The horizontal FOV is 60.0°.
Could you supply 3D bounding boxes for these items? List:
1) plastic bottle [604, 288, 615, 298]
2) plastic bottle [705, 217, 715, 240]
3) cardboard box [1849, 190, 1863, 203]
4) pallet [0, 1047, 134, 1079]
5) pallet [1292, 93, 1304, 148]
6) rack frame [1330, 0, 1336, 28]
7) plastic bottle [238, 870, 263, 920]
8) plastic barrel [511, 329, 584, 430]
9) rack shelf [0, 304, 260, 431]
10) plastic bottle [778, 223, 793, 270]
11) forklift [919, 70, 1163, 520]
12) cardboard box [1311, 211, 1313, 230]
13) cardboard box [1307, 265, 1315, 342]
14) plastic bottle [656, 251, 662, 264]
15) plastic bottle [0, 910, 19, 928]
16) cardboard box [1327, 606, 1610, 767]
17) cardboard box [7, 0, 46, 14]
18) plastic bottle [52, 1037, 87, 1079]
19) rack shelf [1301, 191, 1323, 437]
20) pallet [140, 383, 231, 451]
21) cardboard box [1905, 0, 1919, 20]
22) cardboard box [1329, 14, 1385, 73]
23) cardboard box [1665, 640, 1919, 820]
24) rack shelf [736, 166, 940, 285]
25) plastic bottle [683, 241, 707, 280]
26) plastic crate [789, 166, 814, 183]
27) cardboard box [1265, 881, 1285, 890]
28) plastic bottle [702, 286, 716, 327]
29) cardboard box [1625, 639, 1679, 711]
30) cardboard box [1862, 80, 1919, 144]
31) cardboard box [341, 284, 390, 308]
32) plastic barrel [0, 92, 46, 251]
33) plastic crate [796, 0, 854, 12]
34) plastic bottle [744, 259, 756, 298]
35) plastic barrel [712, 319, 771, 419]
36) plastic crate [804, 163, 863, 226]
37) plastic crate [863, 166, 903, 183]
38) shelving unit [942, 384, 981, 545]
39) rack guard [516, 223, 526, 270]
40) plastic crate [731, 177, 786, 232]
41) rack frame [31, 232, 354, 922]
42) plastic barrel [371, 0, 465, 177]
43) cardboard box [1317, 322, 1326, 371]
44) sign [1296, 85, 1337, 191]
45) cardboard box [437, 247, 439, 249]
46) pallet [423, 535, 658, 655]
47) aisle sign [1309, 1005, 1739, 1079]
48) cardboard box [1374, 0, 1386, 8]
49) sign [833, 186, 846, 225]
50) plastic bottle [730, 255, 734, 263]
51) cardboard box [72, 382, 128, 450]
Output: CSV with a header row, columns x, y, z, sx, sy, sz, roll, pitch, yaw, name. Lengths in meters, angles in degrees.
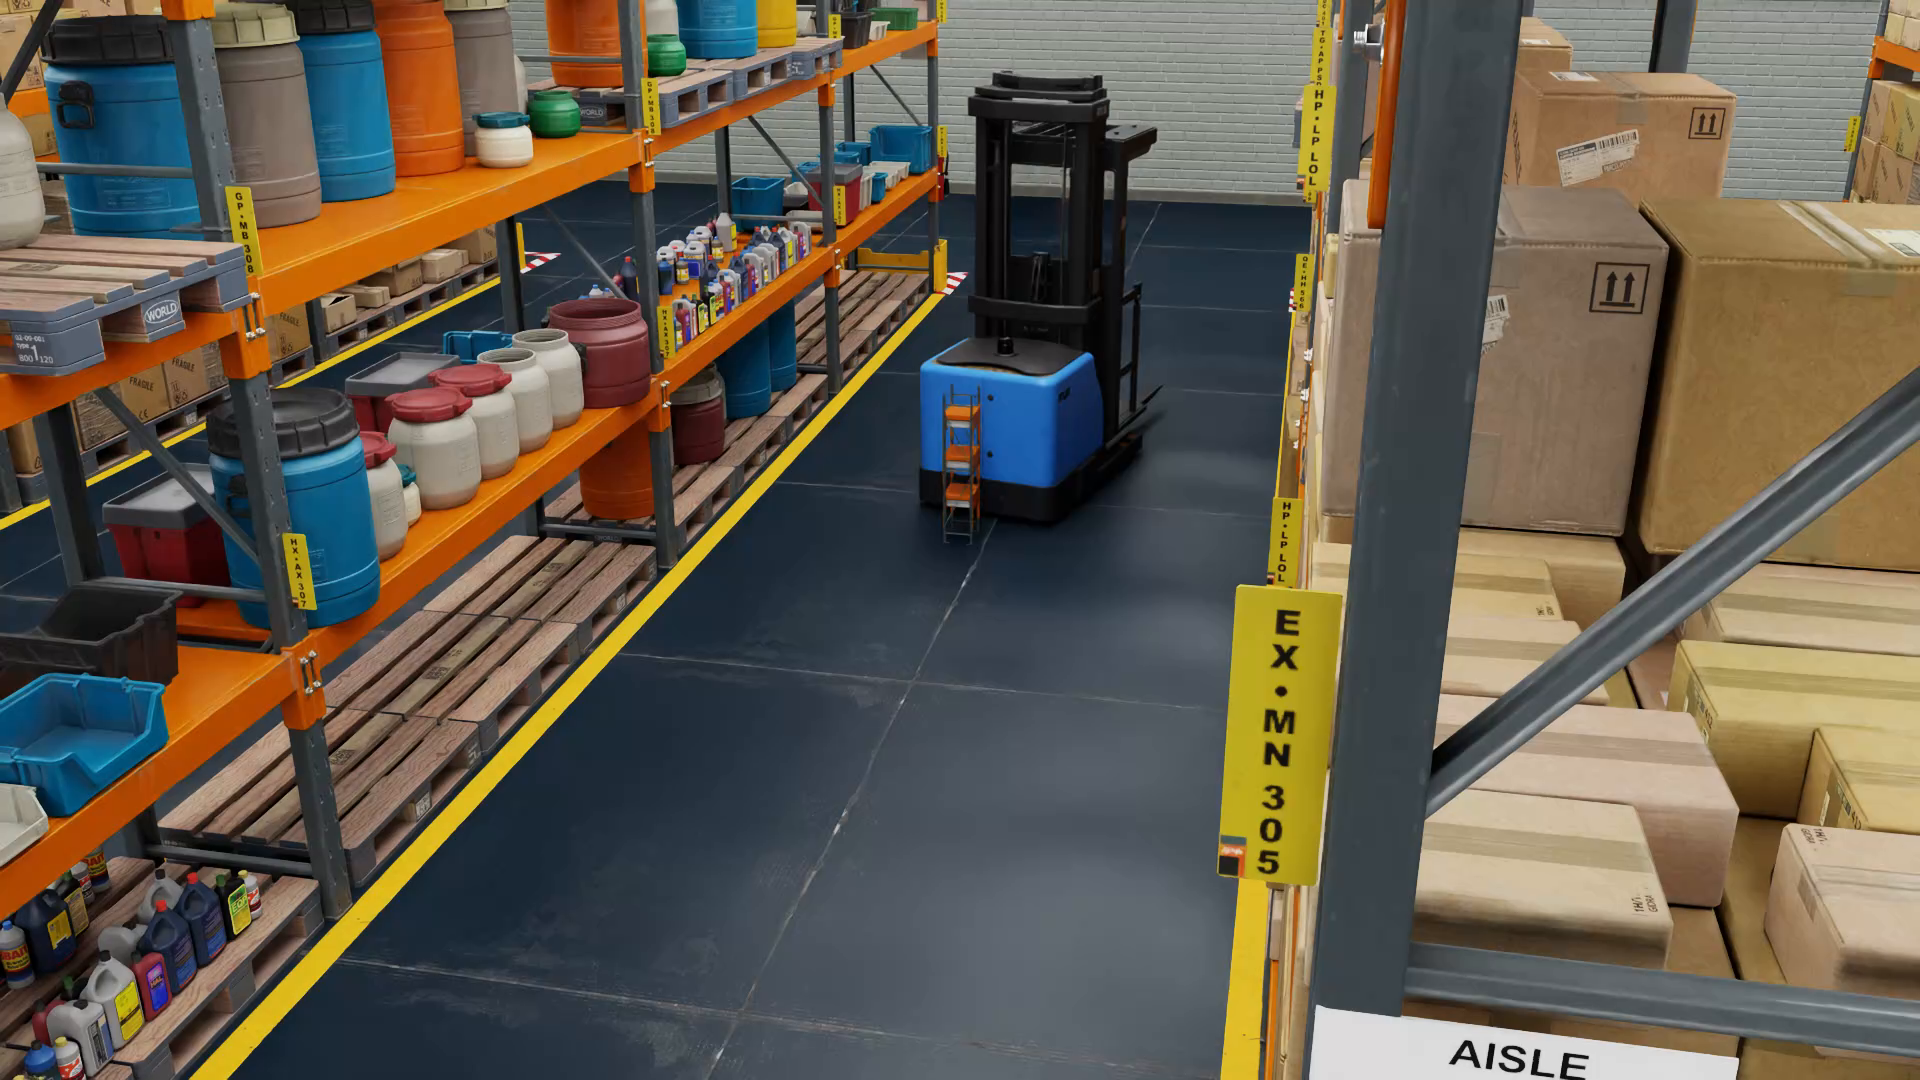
x,y,z,sx,sy,sz,roll,pitch,yaw,name
-2.490,-1.681,11.777,0.097,0.201,0.097,0,22,0,plastic bottle
-2.066,-2.512,13.732,0.061,0.283,0.133,4,22,11,plastic bottle
8.566,-3.177,15.562,0.380,0.149,0.250,4,22,10,cardboard box
-3.604,2.193,5.626,1.003,0.211,1.213,4,22,11,pallet
2.565,-2.419,9.583,1.213,0.211,1.003,6,23,13,pallet
3.302,-5.122,12.025,1.000,3.000,0.127,4,22,11,rack frame
-2.948,1.460,6.871,0.097,0.201,0.097,0,22,0,plastic bottle
-2.364,-0.913,9.456,0.421,0.512,0.421,0,22,0,plastic barrel
-3.587,-0.117,4.577,1.077,0.370,4.000,4,22,11,rack shelf
-1.414,-2.332,13.196,0.144,0.351,0.185,4,22,11,plastic bottle
0.777,-2.011,12.423,1.130,2.935,3.031,10,24,23,forklift
3.238,-2.778,14.039,0.500,0.250,0.500,5,23,13,cardboard box
2.554,-1.494,10.914,0.500,0.500,0.500,4,22,9,cardboard box
-2.301,-2.053,12.608,0.097,0.271,0.097,0,22,0,plastic bottle
-3.750,1.498,6.577,0.144,0.351,0.185,5,22,12,plastic bottle
0.721,0.223,2.437,0.380,0.149,0.250,3,22,9,cardboard box
-6.908,-4.066,11.947,0.500,0.500,0.500,4,22,11,cardboard box
-3.168,1.853,5.893,0.097,0.201,0.097,0,22,0,plastic bottle
2.078,-1.202,7.271,1.077,0.370,4.000,4,22,11,rack shelf
-6.771,-1.054,13.688,1.003,0.211,1.213,4,22,11,pallet
8.504,-4.609,14.298,0.500,0.250,0.500,4,22,10,cardboard box
2.138,-2.393,8.463,0.500,0.500,0.500,5,22,11,cardboard box
1.214,0.271,2.318,0.380,0.149,0.250,4,22,10,cardboard box
-1.139,-3.114,16.034,1.077,0.370,4.000,4,22,11,rack shelf
-2.054,-2.168,12.889,0.152,0.276,0.135,4,22,11,plastic bottle
-1.433,-3.473,16.106,0.416,0.233,0.300,4,22,11,plastic crate
1.381,0.743,4.963,0.875,0.500,0.500,4,22,11,cardboard box
-1.745,-1.632,11.547,0.061,0.283,0.133,4,22,11,plastic bottle
1.304,0.382,2.575,0.500,0.250,0.500,4,22,10,cardboard box
8.602,-3.891,15.129,0.500,0.500,0.500,4,22,11,cardboard box
-5.931,-2.439,16.599,0.380,0.166,0.250,4,22,11,cardboard box
-3.459,-1.286,5.805,0.421,0.512,0.421,0,22,0,plastic barrel
-1.311,-5.004,15.832,0.504,0.338,0.767,4,22,11,plastic crate
-1.565,-1.953,12.345,0.061,0.283,0.133,4,22,11,plastic bottle
-1.819,-1.481,13.263,0.600,0.901,0.708,4,22,11,plastic barrel
-1.119,-3.081,14.823,0.402,0.464,0.583,4,22,11,plastic crate
-0.793,-3.668,16.718,0.396,0.136,0.243,4,22,11,plastic crate
0.011,-0.507,11.206,0.215,1.050,0.252,4,22,11,shelving unit
-5.594,-3.371,19.055,1.175,0.500,0.348,4,22,11,rack guard
-1.785,-2.934,14.564,0.392,0.384,0.575,4,22,11,plastic crate
-3.179,0.209,6.819,1.000,3.000,0.127,4,22,11,rack frame
-2.876,-2.321,8.512,0.600,0.830,0.708,4,22,11,plastic barrel
1.224,-0.396,4.507,0.500,0.250,0.500,4,22,10,cardboard box
1.126,-1.268,5.252,0.100,0.325,0.005,4,22,11,sign
-6.052,-3.230,18.562,0.380,0.166,0.250,4,22,11,cardboard box
-2.559,0.320,10.276,1.003,0.211,1.213,4,22,11,pallet
0.547,0.844,1.764,0.394,0.787,0.004,4,22,11,aisle sign
2.630,-3.060,10.224,0.500,0.500,0.500,6,23,14,cardboard box
-1.009,-2.802,13.926,0.100,0.325,0.005,4,22,11,sign
-1.689,-2.039,12.572,0.097,0.271,0.097,0,22,0,plastic bottle
-6.737,-1.014,12.612,0.500,0.500,0.500,4,22,9,cardboard box
